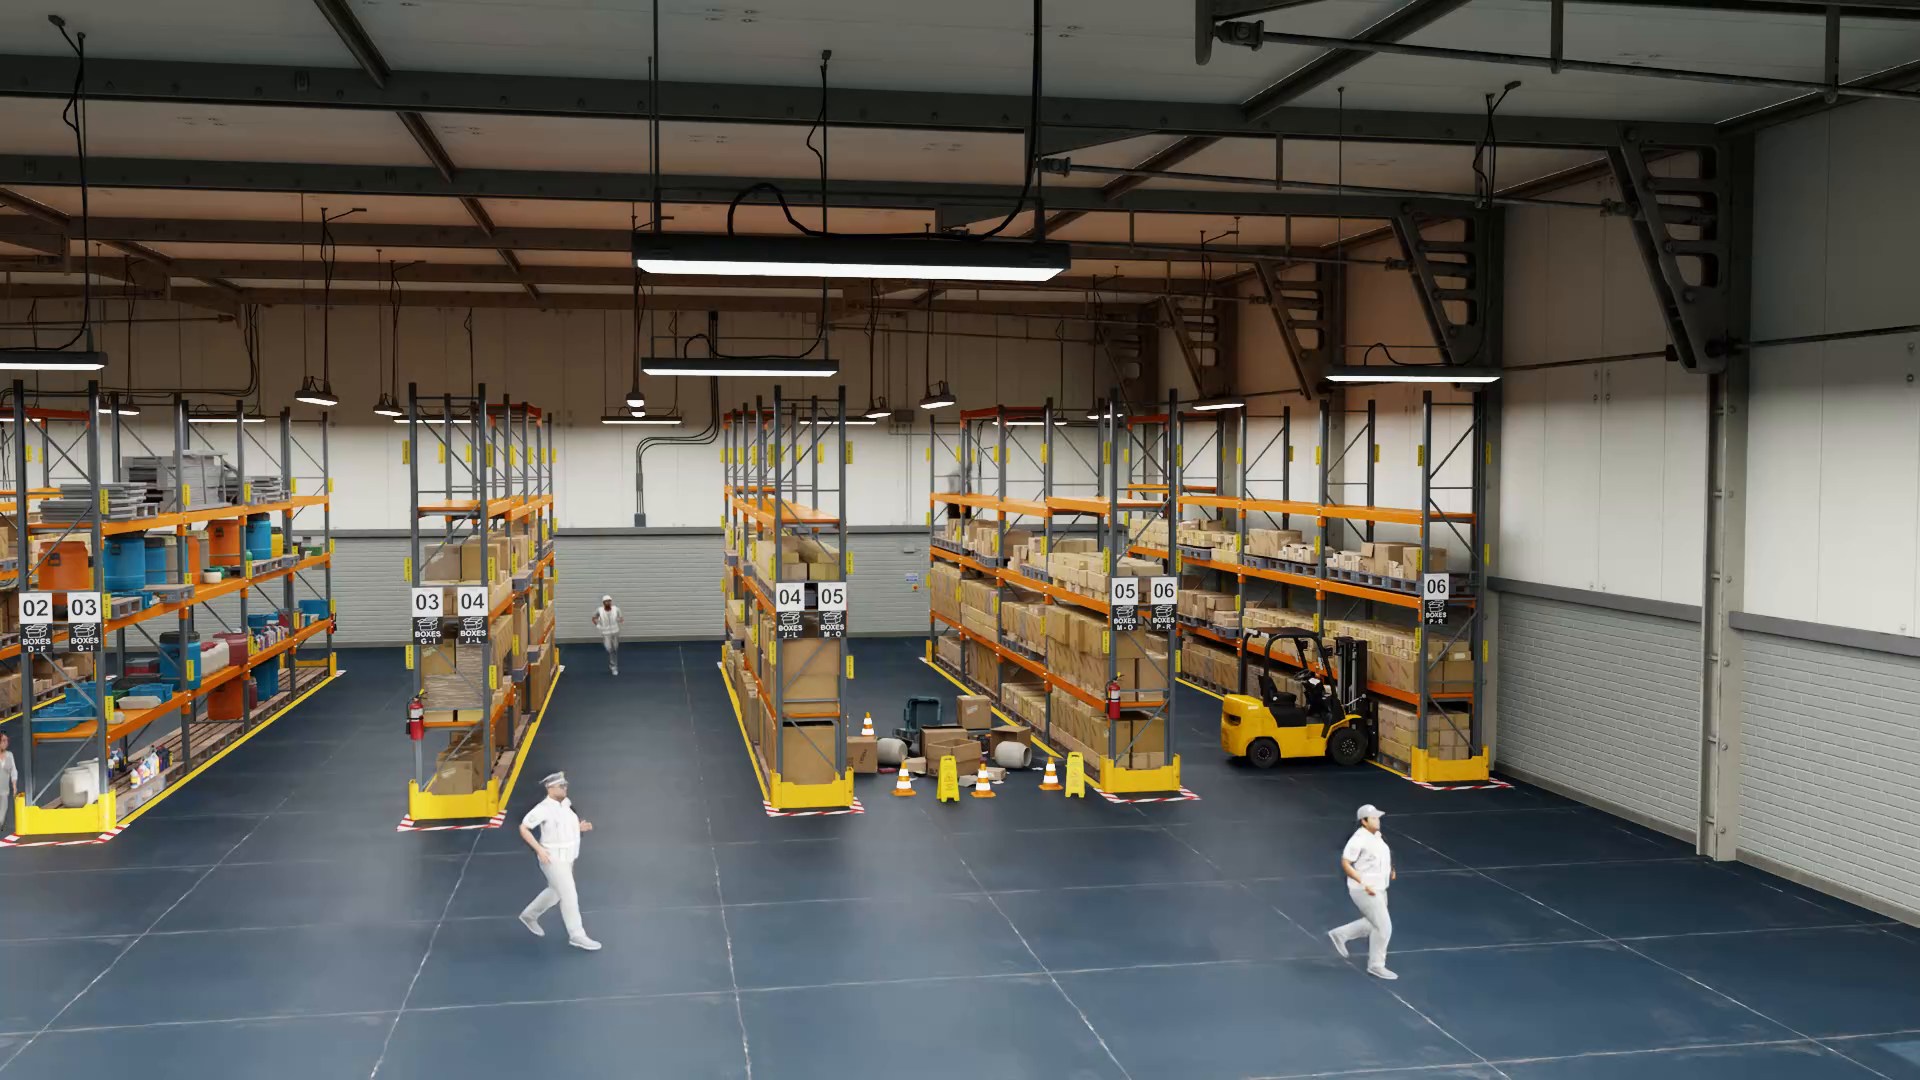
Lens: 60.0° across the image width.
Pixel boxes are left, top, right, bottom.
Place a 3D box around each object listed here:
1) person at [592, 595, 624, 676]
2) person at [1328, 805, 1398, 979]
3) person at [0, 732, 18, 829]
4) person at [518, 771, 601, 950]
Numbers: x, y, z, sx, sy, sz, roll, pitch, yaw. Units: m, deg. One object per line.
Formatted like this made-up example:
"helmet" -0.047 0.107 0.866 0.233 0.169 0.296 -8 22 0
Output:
"person" -8.064 2.178 38.195 0.682 1.828 0.835 -1 3 -26
"person" 3.909 3.383 16.108 0.705 1.646 0.602 2 3 32
"person" -12.021 3.177 20.744 0.514 1.543 0.560 1 3 25
"person" -4.081 3.234 16.916 0.966 1.767 0.660 1 3 13
